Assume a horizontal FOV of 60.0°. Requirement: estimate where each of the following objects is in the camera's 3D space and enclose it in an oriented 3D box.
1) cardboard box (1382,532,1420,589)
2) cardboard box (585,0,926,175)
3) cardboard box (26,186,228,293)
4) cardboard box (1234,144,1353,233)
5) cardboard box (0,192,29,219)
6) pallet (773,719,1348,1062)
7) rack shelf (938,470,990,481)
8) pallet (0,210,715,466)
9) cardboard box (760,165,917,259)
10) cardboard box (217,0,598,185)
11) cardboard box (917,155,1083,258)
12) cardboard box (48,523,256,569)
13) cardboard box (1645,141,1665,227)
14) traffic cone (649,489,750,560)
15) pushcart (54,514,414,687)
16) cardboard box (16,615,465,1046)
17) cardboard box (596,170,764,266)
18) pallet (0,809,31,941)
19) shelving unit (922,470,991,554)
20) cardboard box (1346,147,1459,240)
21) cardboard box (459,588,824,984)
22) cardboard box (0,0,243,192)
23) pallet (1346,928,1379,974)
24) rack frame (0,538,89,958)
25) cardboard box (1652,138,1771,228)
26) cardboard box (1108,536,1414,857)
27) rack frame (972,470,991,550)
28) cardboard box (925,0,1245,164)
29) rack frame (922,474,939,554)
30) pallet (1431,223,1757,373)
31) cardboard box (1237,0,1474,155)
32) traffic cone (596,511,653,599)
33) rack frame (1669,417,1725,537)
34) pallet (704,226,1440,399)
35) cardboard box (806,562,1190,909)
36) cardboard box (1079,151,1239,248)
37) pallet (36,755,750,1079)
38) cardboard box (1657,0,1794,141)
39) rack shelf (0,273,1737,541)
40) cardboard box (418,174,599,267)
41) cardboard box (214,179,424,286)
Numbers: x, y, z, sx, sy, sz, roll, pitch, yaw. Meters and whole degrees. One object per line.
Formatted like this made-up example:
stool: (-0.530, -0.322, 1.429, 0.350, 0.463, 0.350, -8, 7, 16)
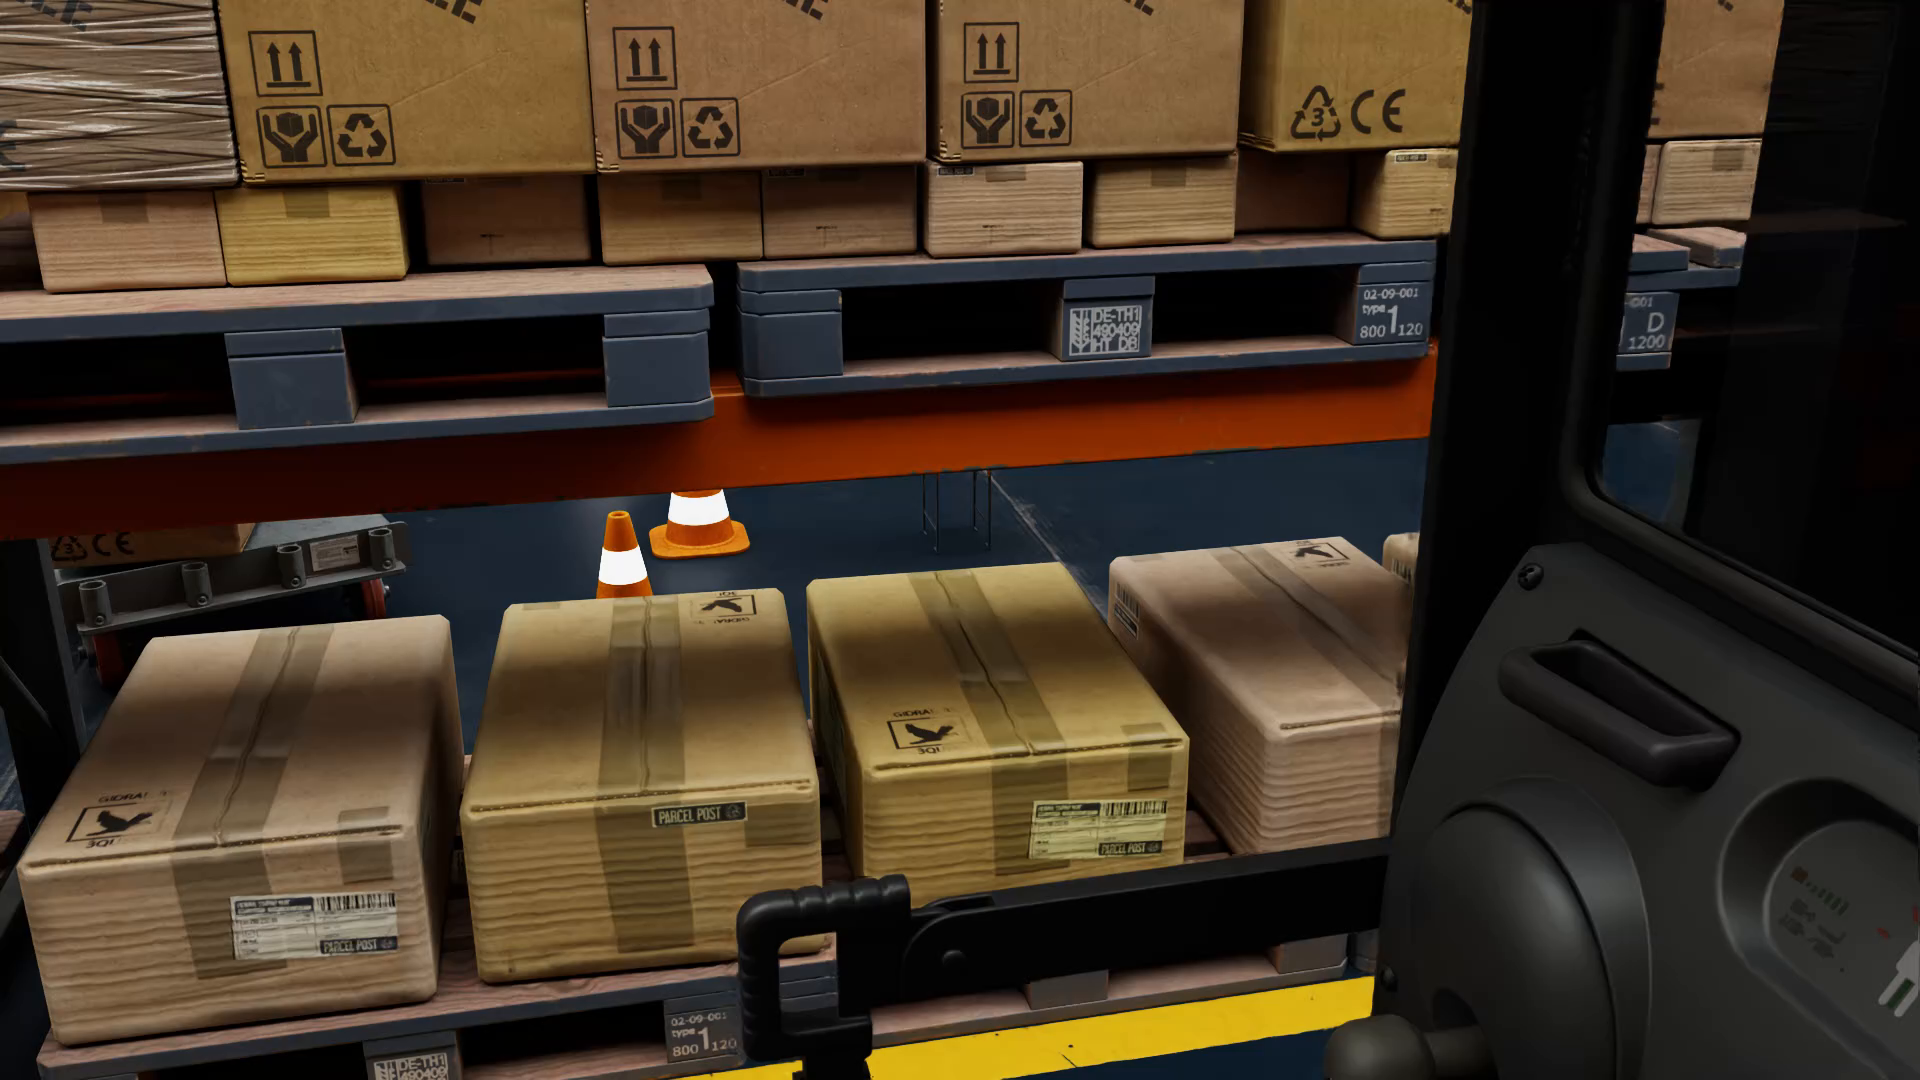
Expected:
cardboard box: (1.494, 0.282, 3.893, 0.625, 0.372, 0.950, -6, 21, -16)
cardboard box: (-0.353, -0.879, 2.664, 0.500, 0.500, 0.500, -5, 21, -13)
cardboard box: (-1.236, -0.497, 2.564, 0.250, 0.149, 0.380, -4, 21, -12)
cardboard box: (0.517, -0.669, 3.034, 0.250, 0.149, 0.380, -4, 21, -12)
cardboard box: (-3.712, -1.301, 7.485, 0.875, 0.875, 0.875, -4, 21, -12)
pallet: (0.100, 0.670, 3.678, 1.213, 0.211, 1.003, -5, 21, -12)
rack shelf: (-0.014, -0.295, 5.703, 0.180, 0.103, 0.258, -5, 21, -12)
pallet: (-1.069, -0.401, 2.828, 1.213, 0.211, 1.003, -5, 21, -12)
cardboard box: (-0.232, -0.587, 2.810, 0.250, 0.149, 0.380, -4, 21, -12)
cardboard box: (-0.837, -0.844, 2.570, 0.500, 0.500, 0.500, -5, 21, -12)
cardboard box: (0.039, -0.590, 2.820, 0.250, 0.149, 0.380, -4, 20, -10)
cardboard box: (-2.285, -0.255, 4.682, 0.500, 0.500, 0.500, -5, 21, -12)
cardboard box: (1.055, -0.673, 3.045, 0.250, 0.149, 0.380, -6, 21, -15)
traffic cone: (-0.910, -0.213, 5.722, 0.334, 0.463, 0.336, -5, 21, -12)
pushcart: (-2.420, -0.007, 5.286, 0.936, 0.377, 1.648, -13, 24, -31)
cardboard box: (-1.337, 0.515, 3.258, 0.625, 0.372, 0.950, -4, 21, -12)
cardboard box: (-0.473, -0.568, 2.758, 0.250, 0.149, 0.380, -4, 21, -12)
pallet: (-2.492, 0.895, 3.065, 1.213, 0.211, 1.003, -5, 21, -12)
shelving unit: (-0.014, -0.562, 5.605, 0.189, 1.200, 0.258, -5, 21, -12)
cardboard box: (0.791, -0.646, 2.973, 0.250, 0.149, 0.380, -4, 21, -12)
cardboard box: (-0.638, 0.457, 3.416, 0.625, 0.372, 0.950, -3, 20, -9)
cardboard box: (-1.324, -0.804, 2.461, 0.500, 0.500, 0.500, -4, 21, -11)
pallet: (1.285, 0.575, 3.939, 1.213, 0.211, 1.003, -5, 21, -12)
rack frame: (-1.847, -0.479, 2.762, 0.127, 3.000, 1.000, -5, 21, -12)
cardboard box: (1.302, -0.690, 3.092, 0.250, 0.149, 0.380, -5, 21, -13)
cardboard box: (0.778, 0.343, 3.727, 0.625, 0.372, 0.950, -5, 21, -14)
rack frame: (0.075, -0.569, 5.625, 0.006, 1.200, 0.240, -5, 21, -12)
cardboard box: (0.145, -0.923, 2.785, 0.500, 0.500, 0.500, -6, 21, -15)
rack frame: (-0.103, -0.555, 5.585, 0.006, 1.200, 0.240, -5, 21, -12)
pallet: (1.377, -0.614, 3.408, 1.003, 0.211, 1.213, -5, 21, -12)
cardboard box: (0.676, -0.966, 2.902, 0.500, 0.500, 0.500, -6, 21, -16)
traffic cone: (-0.962, 0.145, 4.746, 0.334, 0.463, 0.336, -5, 21, -12)
rack frame: (2.046, -0.796, 3.627, 0.127, 3.000, 1.000, -5, 21, -12)
pallet: (0.129, -0.536, 3.194, 1.213, 0.211, 1.003, -5, 21, -12)
cardboard box: (0.038, 0.401, 3.568, 0.625, 0.372, 0.950, -4, 20, -11)
cardboard box: (0.292, -0.621, 2.905, 0.250, 0.149, 0.380, -5, 21, -14)
pallet: (-1.089, 0.768, 3.412, 1.213, 0.211, 1.003, -5, 21, -12)
cardboard box: (1.167, -1.006, 3.012, 0.500, 0.500, 0.500, -5, 21, -13)
rack shelf: (0.100, -0.300, 3.318, 4.000, 0.370, 1.077, -5, 21, -12)
cardboard box: (-0.733, -0.561, 2.741, 0.250, 0.149, 0.380, -3, 20, -9)
cardboard box: (-0.991, -0.513, 2.610, 0.250, 0.149, 0.380, -4, 21, -11)
